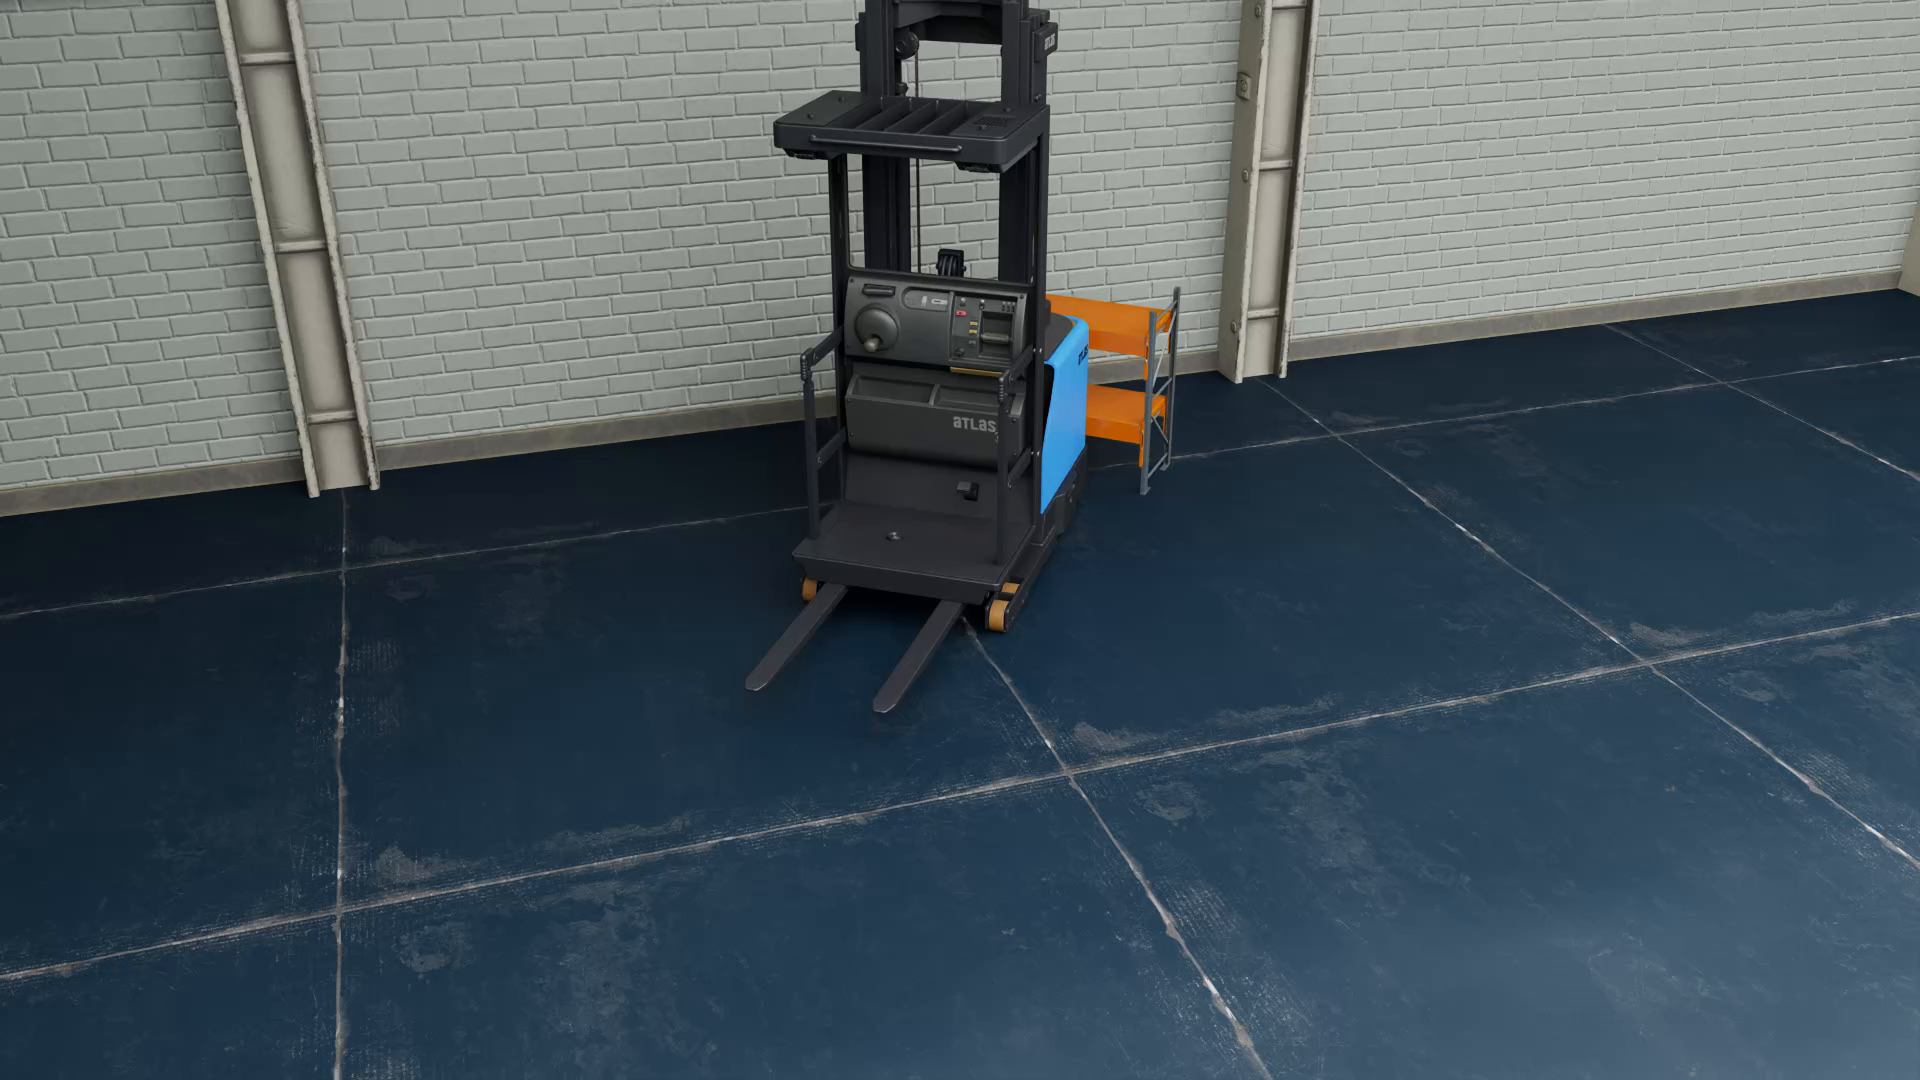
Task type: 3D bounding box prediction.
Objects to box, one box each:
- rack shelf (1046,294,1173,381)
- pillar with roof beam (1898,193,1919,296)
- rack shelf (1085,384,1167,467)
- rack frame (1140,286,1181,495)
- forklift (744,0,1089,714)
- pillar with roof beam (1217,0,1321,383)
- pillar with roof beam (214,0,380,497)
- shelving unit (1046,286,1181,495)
[{"bbox_3d":[0.708,-1.224,9.793,1.000,0.278,0.538,11,28,21],"label":"rack shelf"},{"bbox_3d":[9.067,-4.204,7.599,0.400,9.000,9.100,-8,28,-16],"label":"pillar with roof beam"},{"bbox_3d":[0.708,-0.743,10.031,1.000,0.278,0.538,11,28,21],"label":"rack shelf"},{"bbox_3d":[1.173,-0.871,9.740,0.032,1.125,0.500,11,28,21],"label":"rack frame"},{"bbox_3d":[-0.188,-1.048,8.065,1.130,2.935,3.031,8,27,16],"label":"forklift"},{"bbox_3d":[3.362,-3.378,5.935,0.400,9.000,9.100,-8,28,-16],"label":"pillar with roof beam"},{"bbox_3d":[-2.343,-2.552,4.270,0.400,9.000,9.100,-8,28,-16],"label":"pillar with roof beam"},{"bbox_3d":[0.708,-0.962,9.923,1.048,1.125,0.538,11,28,21],"label":"shelving unit"}]
